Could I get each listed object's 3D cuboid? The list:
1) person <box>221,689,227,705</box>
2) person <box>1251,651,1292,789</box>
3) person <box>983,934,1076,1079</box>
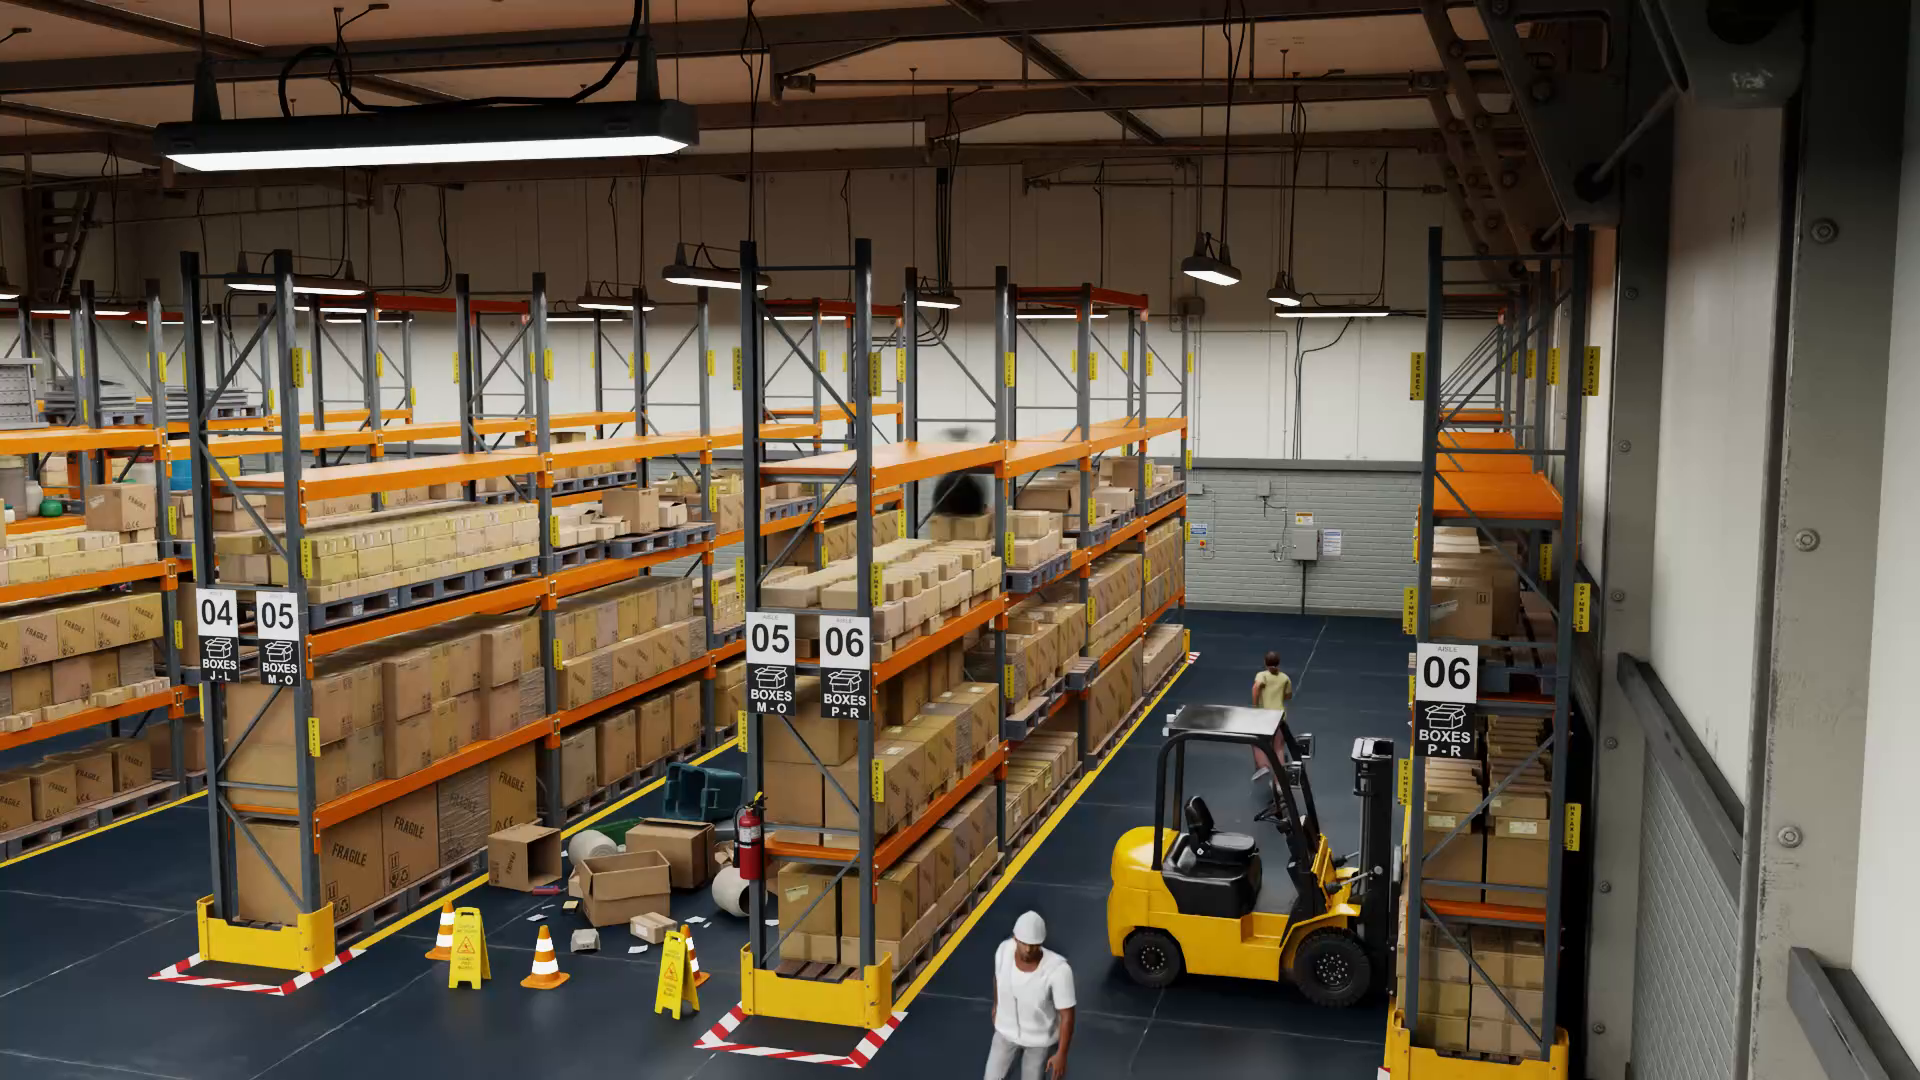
[{"bbox_3d":[-10.750,1.766,23.907,0.536,1.477,0.744,0,6,2],"label":"person"},{"bbox_3d":[3.730,2.142,19.973,0.569,1.579,0.886,0,6,-2],"label":"person"},{"bbox_3d":[0.431,3.158,10.566,0.696,1.681,0.572,3,7,22],"label":"person"}]
